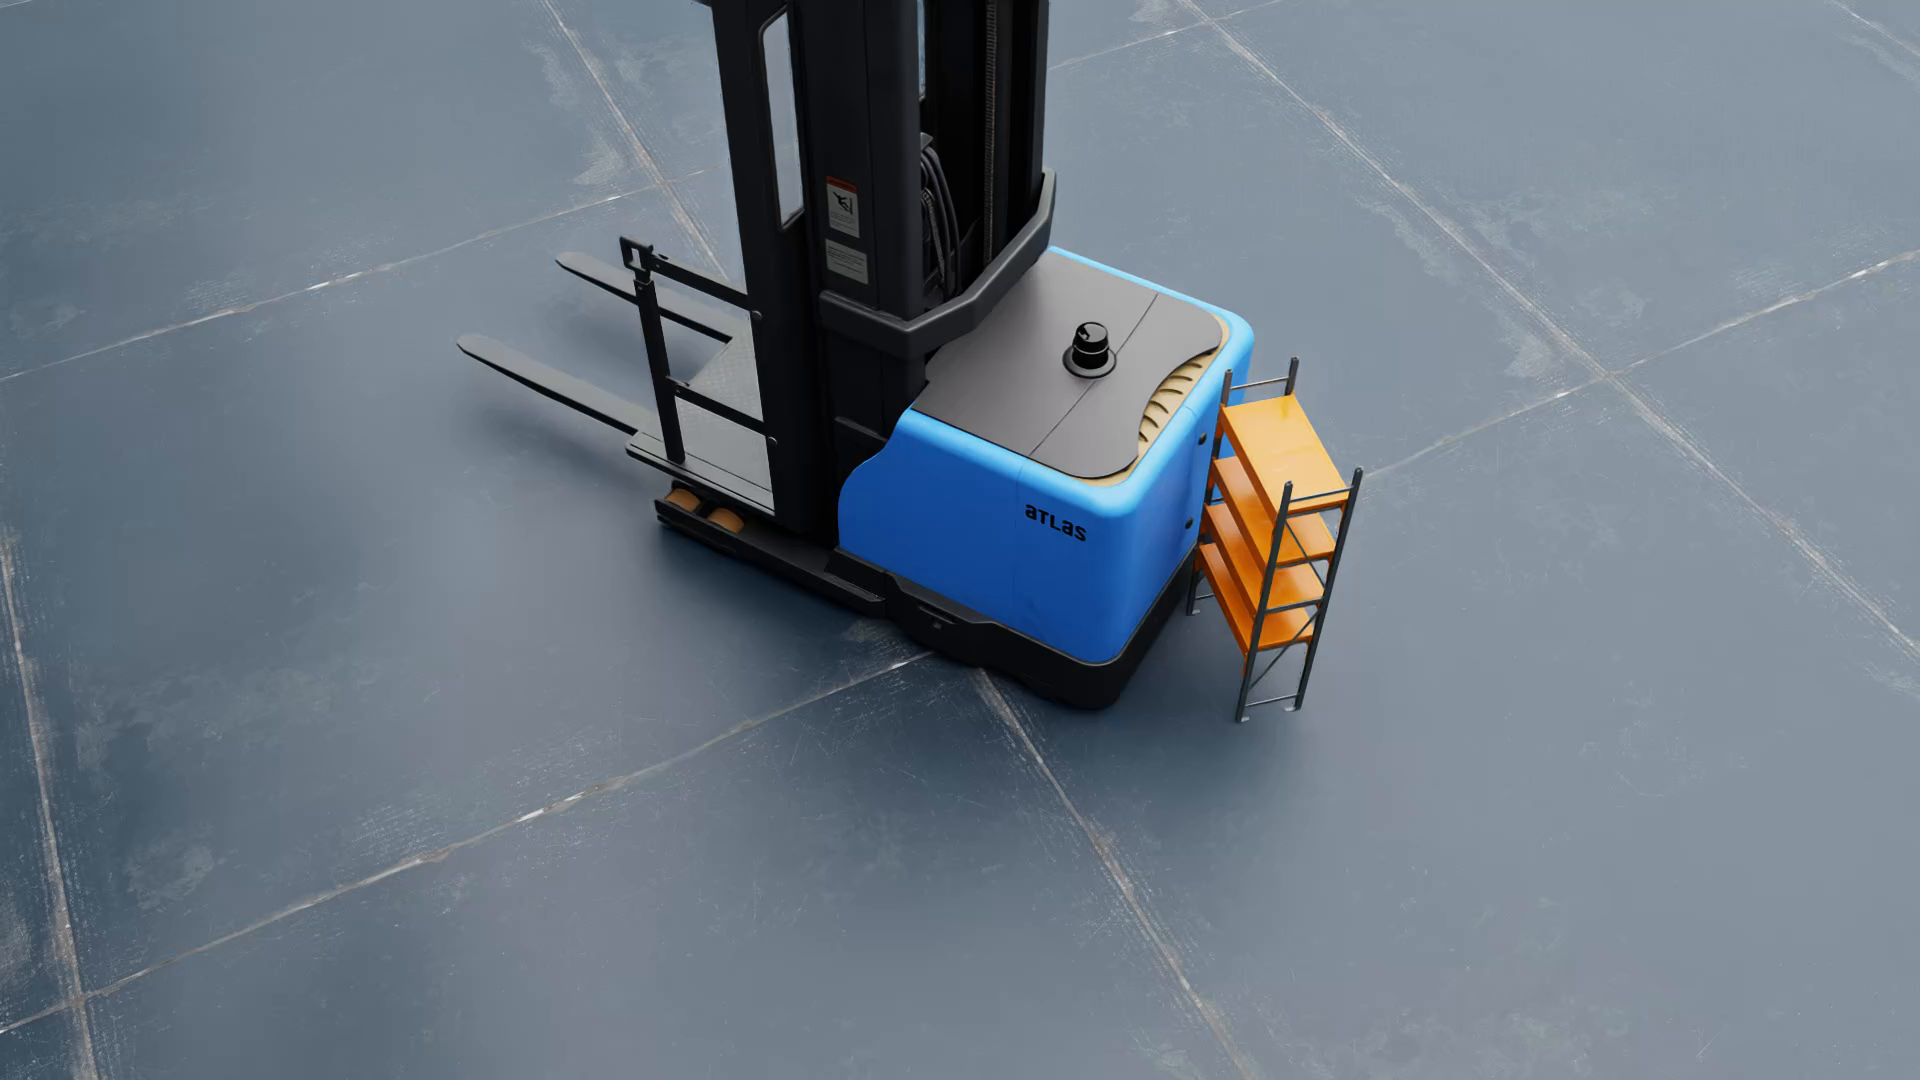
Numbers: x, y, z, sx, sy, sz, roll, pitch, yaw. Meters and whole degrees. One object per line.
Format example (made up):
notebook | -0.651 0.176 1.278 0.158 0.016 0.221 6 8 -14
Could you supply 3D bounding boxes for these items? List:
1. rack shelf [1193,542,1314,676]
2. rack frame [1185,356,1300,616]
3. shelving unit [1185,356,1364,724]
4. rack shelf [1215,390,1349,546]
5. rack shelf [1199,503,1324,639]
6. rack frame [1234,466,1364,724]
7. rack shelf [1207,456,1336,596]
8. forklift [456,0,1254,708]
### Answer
rack shelf | 0.995 0.206 5.626 0.258 0.148 0.480 -11 50 -10
rack frame | 0.933 -0.147 5.581 0.240 1.200 0.015 -11 50 -10
shelving unit | 0.995 0.031 5.426 0.258 1.200 0.503 -11 50 -10
rack shelf | 0.995 -0.228 5.130 0.258 0.148 0.480 -11 50 -10
rack shelf | 0.995 0.075 5.477 0.258 0.148 0.480 -11 50 -10
rack frame | 1.058 0.208 5.271 0.240 1.200 0.015 -11 50 -10
rack shelf | 0.995 -0.072 5.308 0.258 0.148 0.480 -11 50 -10
forklift | -0.546 -1.238 5.386 3.031 2.935 1.130 24 53 20
